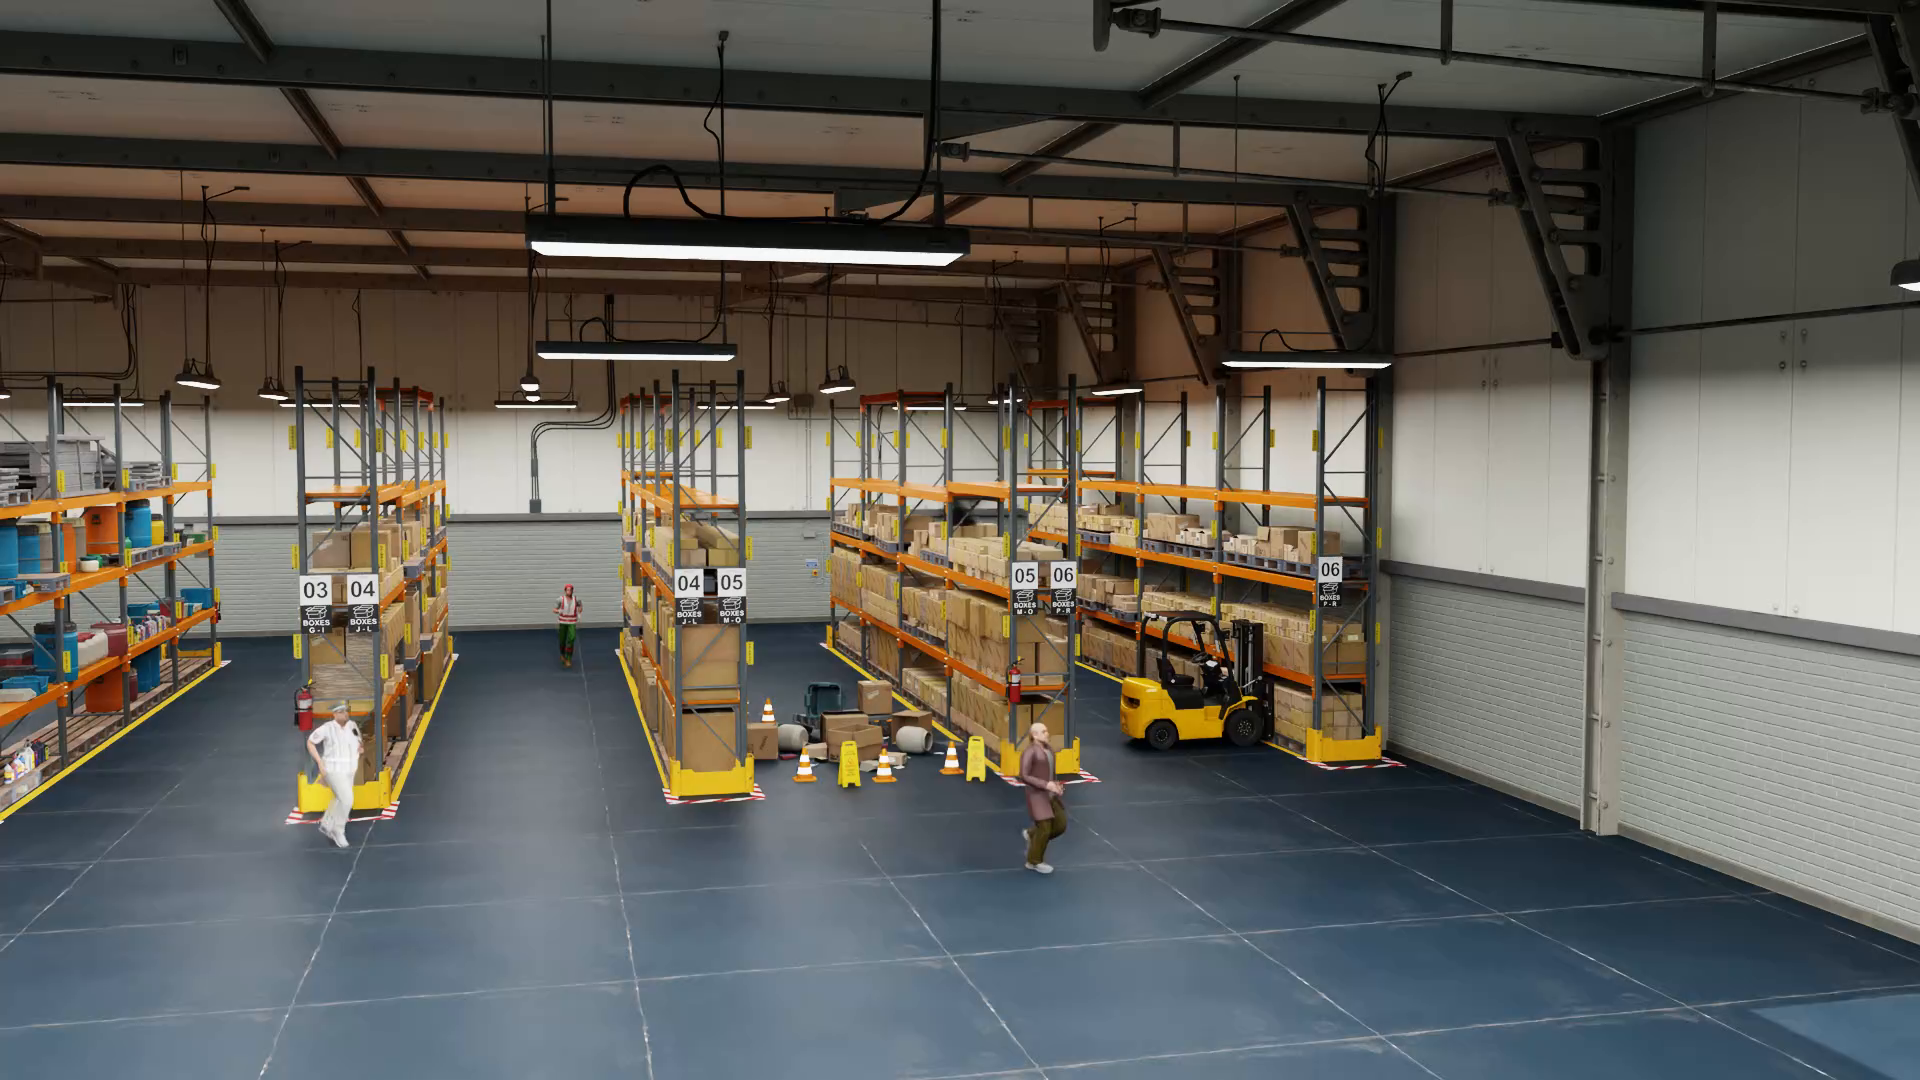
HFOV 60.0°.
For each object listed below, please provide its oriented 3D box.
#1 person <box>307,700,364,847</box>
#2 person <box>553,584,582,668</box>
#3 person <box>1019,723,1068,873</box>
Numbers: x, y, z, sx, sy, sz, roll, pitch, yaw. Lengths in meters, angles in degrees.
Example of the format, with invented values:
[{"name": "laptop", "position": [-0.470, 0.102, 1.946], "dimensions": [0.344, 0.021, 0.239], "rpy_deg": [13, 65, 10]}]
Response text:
[{"name": "person", "position": [-7.711, 2.898, 20.700], "dimensions": [0.754, 1.834, 0.634], "rpy_deg": [2, 4, 26]}, {"name": "person", "position": [-8.747, 1.890, 37.106], "dimensions": [0.658, 1.830, 0.889], "rpy_deg": [-1, 4, -15]}, {"name": "person", "position": [0.959, 2.987, 19.313], "dimensions": [0.633, 1.736, 0.707], "rpy_deg": [2, 4, 35]}]
